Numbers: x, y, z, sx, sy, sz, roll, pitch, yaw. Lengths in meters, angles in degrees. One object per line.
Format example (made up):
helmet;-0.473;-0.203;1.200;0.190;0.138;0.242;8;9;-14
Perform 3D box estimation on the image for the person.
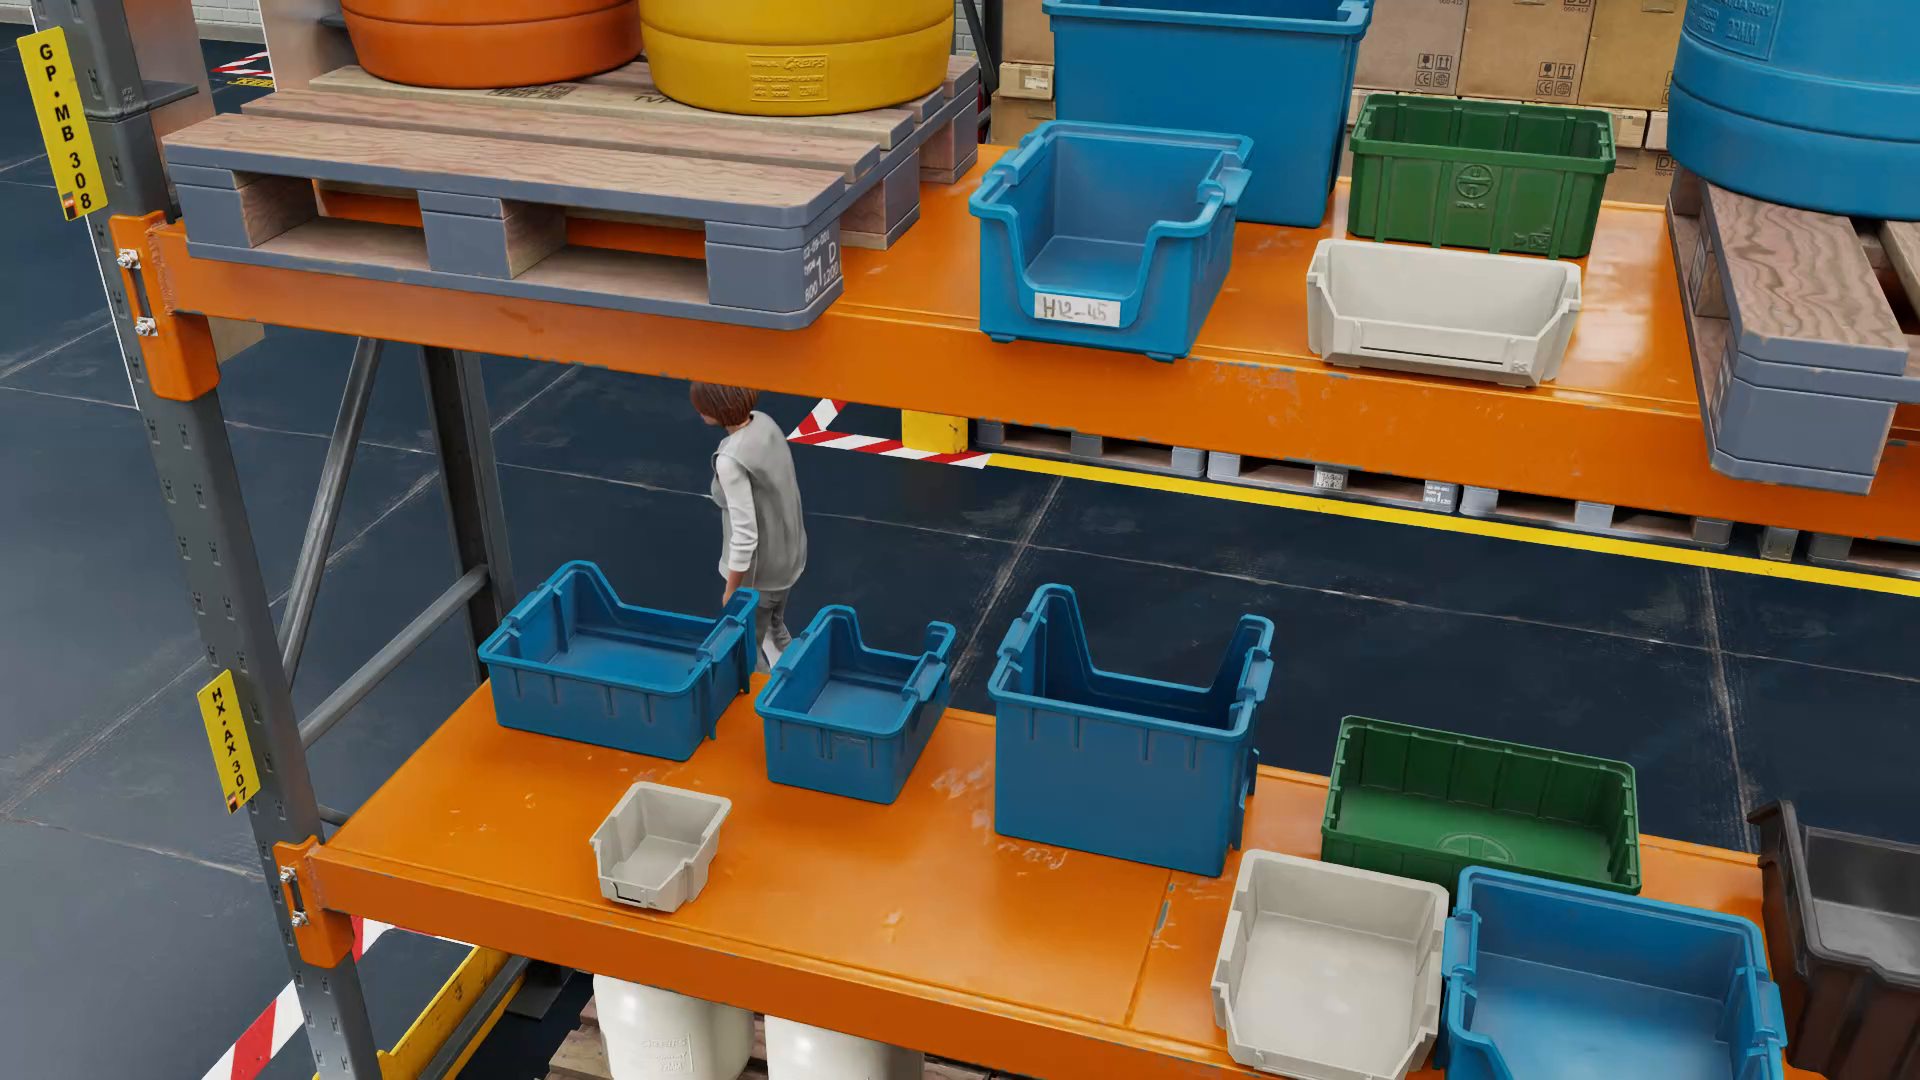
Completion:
person;-0.740;0.095;5.972;0.333;1.591;0.482;7;30;12
